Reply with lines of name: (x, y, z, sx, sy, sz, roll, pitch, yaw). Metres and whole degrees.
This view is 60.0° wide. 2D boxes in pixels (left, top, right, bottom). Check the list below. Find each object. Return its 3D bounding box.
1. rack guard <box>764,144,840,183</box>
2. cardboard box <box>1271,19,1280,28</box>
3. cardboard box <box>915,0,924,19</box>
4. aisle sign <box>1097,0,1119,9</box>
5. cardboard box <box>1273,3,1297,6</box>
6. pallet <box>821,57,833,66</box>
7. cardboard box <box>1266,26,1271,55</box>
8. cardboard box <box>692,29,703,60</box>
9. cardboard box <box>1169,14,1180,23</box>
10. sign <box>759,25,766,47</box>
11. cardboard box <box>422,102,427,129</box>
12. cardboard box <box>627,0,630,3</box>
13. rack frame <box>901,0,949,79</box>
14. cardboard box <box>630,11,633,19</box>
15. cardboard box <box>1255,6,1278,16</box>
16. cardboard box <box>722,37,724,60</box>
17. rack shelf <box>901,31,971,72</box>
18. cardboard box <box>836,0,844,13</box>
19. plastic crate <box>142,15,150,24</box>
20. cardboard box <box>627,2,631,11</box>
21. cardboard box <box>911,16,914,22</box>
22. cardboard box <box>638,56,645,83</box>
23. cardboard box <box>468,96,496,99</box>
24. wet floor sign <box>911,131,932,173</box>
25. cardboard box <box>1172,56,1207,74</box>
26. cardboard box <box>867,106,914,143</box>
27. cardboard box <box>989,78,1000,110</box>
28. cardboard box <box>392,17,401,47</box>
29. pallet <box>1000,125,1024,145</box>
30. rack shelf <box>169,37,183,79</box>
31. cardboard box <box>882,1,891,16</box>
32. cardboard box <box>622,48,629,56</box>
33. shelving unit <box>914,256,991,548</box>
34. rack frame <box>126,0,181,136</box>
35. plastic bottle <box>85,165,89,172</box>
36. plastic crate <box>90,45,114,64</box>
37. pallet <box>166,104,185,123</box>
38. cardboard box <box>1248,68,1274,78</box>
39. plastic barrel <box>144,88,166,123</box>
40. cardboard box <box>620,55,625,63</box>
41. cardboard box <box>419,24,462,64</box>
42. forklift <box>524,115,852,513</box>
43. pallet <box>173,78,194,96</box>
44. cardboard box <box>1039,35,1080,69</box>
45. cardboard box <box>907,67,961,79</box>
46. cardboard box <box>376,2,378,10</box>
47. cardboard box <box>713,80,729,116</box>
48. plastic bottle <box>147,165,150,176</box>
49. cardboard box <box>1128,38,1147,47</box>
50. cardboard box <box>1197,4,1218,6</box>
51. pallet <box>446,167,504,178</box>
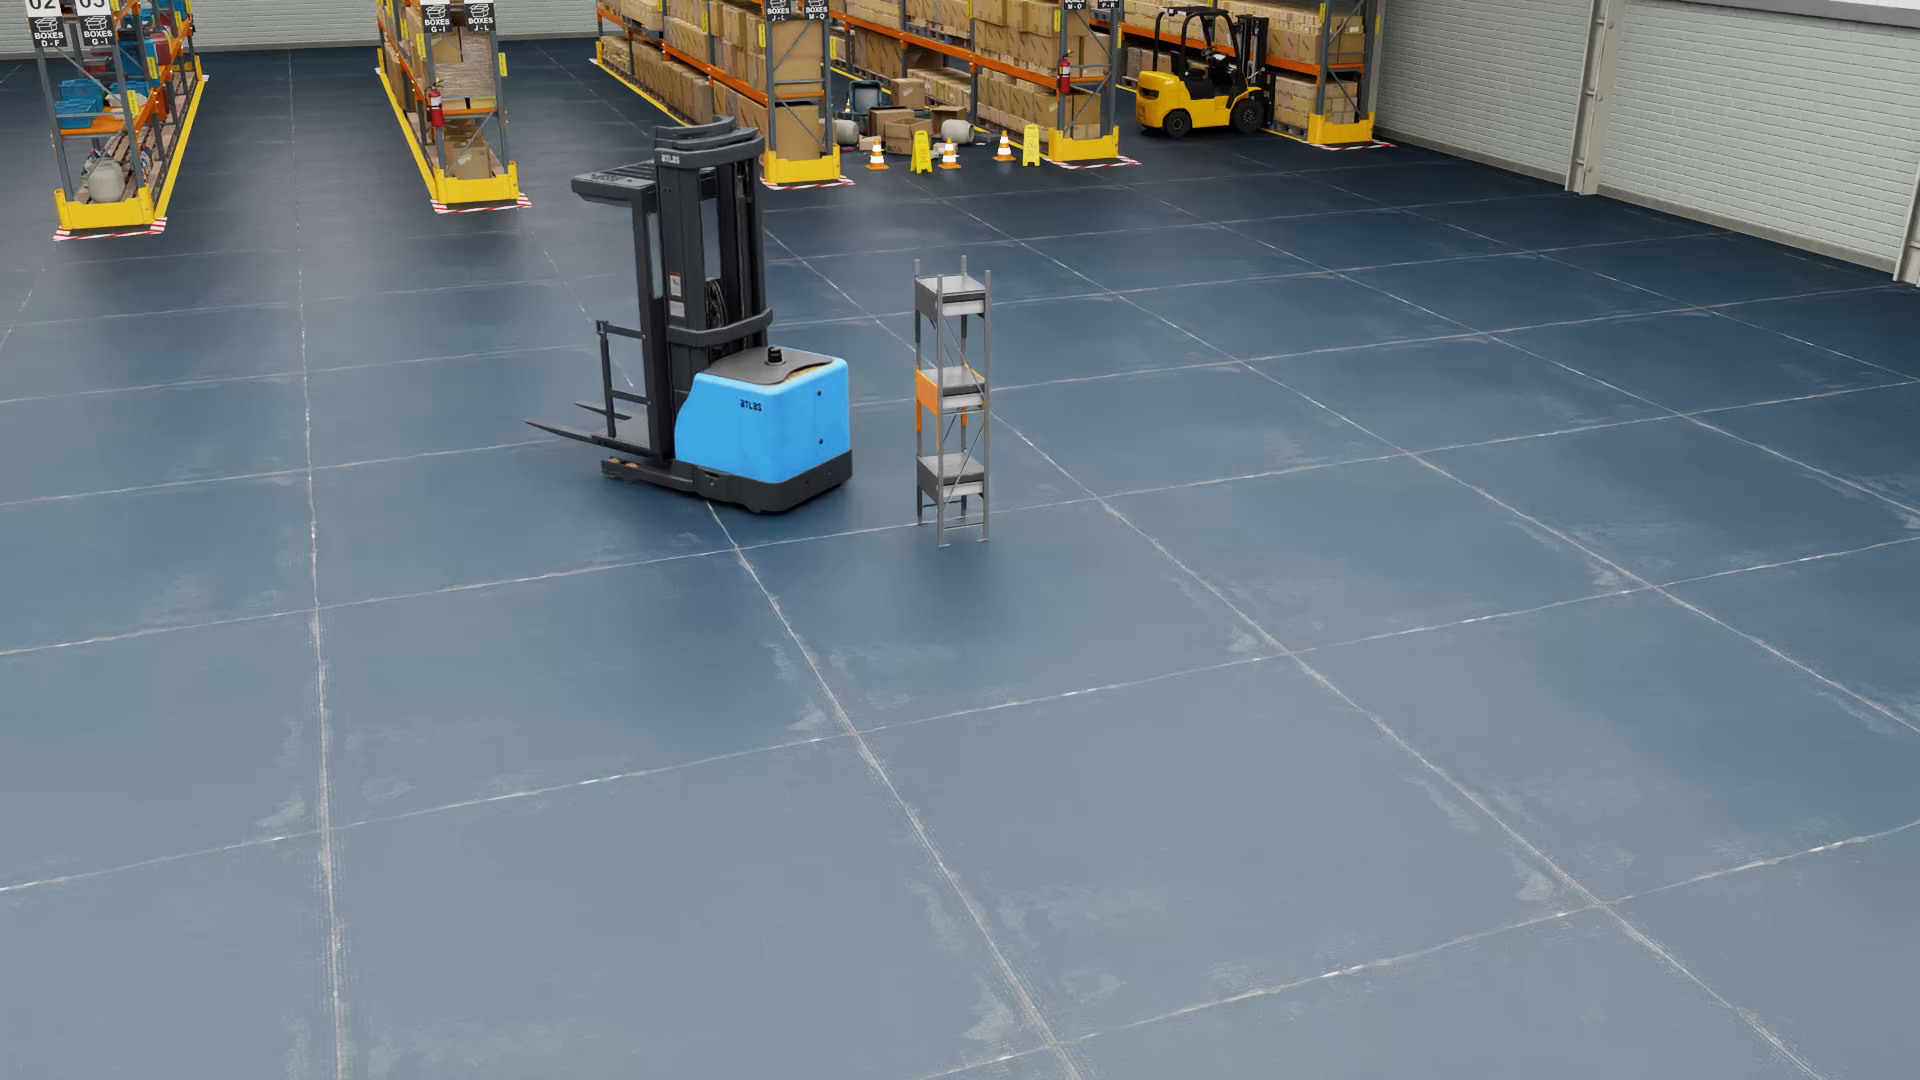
rack guard: (-2.482, -5.929, 26.174, 1.175, 0.500, 0.348, -8, 24, -19)
cardboard box: (5.886, -9.383, 30.187, 0.380, 0.149, 0.250, -8, 24, -19)
cardboard box: (-0.589, -10.706, 33.236, 0.500, 0.500, 0.500, -7, 24, -16)
aisle sign: (2.416, -9.024, 26.951, 0.394, 0.787, 0.004, -8, 24, -19)
cardboard box: (6.105, -9.979, 31.216, 0.380, 0.149, 0.250, -9, 24, -20)
pallet: (-2.765, -11.612, 40.029, 1.003, 0.211, 1.213, -8, 24, -19)
cardboard box: (5.783, -9.234, 30.668, 0.500, 0.500, 0.500, -8, 24, -19)
cardboard box: (-4.517, -8.926, 29.937, 0.500, 0.500, 0.500, -9, 24, -20)
cardboard box: (4.557, -10.619, 33.631, 0.500, 0.250, 0.500, -8, 24, -18)
sign: (-3.003, -7.663, 25.274, 0.100, 0.325, 0.005, -8, 24, -19)
cardboard box: (-9.126, -7.556, 29.466, 0.700, 0.500, 0.500, -11, 25, -24)
cardboard box: (-6.743, -11.311, 34.741, 0.380, 0.149, 0.250, -9, 24, -20)
rack frame: (-0.722, -10.713, 34.305, 1.000, 3.000, 0.127, -8, 24, -19)
cardboard box: (-6.655, -10.947, 34.642, 0.380, 0.149, 0.250, -9, 25, -21)
cardboard box: (5.698, -9.810, 30.816, 0.380, 0.149, 0.250, -8, 24, -19)
cardboard box: (-3.547, -8.283, 28.348, 0.875, 0.550, 0.550, -8, 24, -19)
rack shelf: (-0.015, -9.654, 32.720, 1.077, 0.370, 4.000, -8, 24, -19)
cardboard box: (-2.538, -12.346, 38.050, 0.500, 0.500, 0.500, -8, 24, -19)
plastic crate: (-17.102, -10.808, 34.670, 0.416, 0.233, 0.300, -8, 24, -19)
cardboard box: (-6.744, -11.177, 34.805, 0.380, 0.149, 0.250, -9, 25, -21)
cardboard box: (-0.781, -10.647, 33.931, 0.380, 0.149, 0.250, -10, 25, -22)
cardboard box: (-6.529, -9.995, 35.279, 0.500, 0.500, 0.500, -7, 24, -17)
cardboard box: (-7.115, -6.560, 24.776, 0.380, 0.149, 0.250, -8, 24, -19)
wet floor sign: (-0.628, -6.266, 26.786, 0.267, 0.644, 0.232, -13, 26, -28)
cardboard box: (4.872, -9.512, 33.973, 0.875, 0.625, 0.625, -9, 24, -20)
cardboard box: (-1.223, -7.348, 29.360, 0.797, 0.637, 0.503, -8, 24, -19)
cardboard box: (0.847, -8.087, 30.109, 0.500, 0.500, 0.500, -7, 24, -17)
cardboard box: (-10.570, -9.726, 31.836, 0.500, 0.500, 0.500, -9, 24, -19)
pallet: (1.396, -7.291, 29.777, 1.003, 0.211, 1.213, -8, 24, -19)
rack shelf: (-15.333, -9.069, 31.330, 1.077, 0.370, 4.000, -8, 24, -19)
cardboard box: (-1.315, -11.201, 35.012, 0.500, 0.250, 0.500, -9, 24, -20)
cardboard box: (-7.321, -10.874, 37.053, 0.380, 0.149, 0.250, -9, 24, -19)
shelving unit: (-0.058, -1.028, 12.485, 0.431, 2.100, 0.503, -8, 24, -19)
rack frame: (-14.627, -8.673, 29.466, 1.000, 3.000, 0.127, -8, 24, -19)
plastic bottle: (-12.923, -5.417, 24.680, 0.152, 0.276, 0.135, -8, 24, -19)
plastic crate: (-14.342, -8.074, 27.961, 0.402, 0.464, 0.583, -8, 24, -19)
pallet: (-15.371, -8.112, 31.724, 1.003, 0.211, 1.213, -8, 24, -19)
cardboard box: (5.569, -8.744, 31.345, 0.500, 0.250, 0.500, -7, 24, -17)
plastic barrel: (-14.815, -8.042, 30.222, 0.600, 0.830, 0.708, -8, 24, -19)
cardboard box: (-7.357, -10.729, 37.091, 0.380, 0.149, 0.250, -9, 25, -21)
cardboard box: (-7.592, -7.256, 24.304, 0.500, 0.500, 0.500, -8, 24, -19)
forklift: (-2.406, -1.983, 13.681, 3.031, 2.935, 1.130, 14, 27, 30)
pallet: (-16.770, -9.548, 35.131, 1.003, 0.211, 1.213, -8, 24, -19)
cardboard box: (1.655, -8.148, 27.709, 0.500, 0.500, 0.500, -9, 24, -20)
cardboard box: (-0.532, -9.489, 34.243, 0.950, 0.372, 0.625, -10, 25, -23)
cardboard box: (-12.712, -11.928, 36.999, 0.500, 0.250, 0.500, -9, 24, -20)
cardboard box: (-3.747, -7.520, 28.924, 0.875, 0.875, 0.875, -8, 24, -18)
plastic bottle: (-12.413, -5.653, 25.336, 0.097, 0.201, 0.097, 0, 23, 0)
cardboard box: (3.959, -11.068, 36.990, 0.380, 0.149, 0.250, -8, 24, -17)
cardboard box: (4.897, -10.472, 32.769, 0.380, 0.149, 0.250, -9, 24, -20)
pallet: (-7.448, -5.489, 25.501, 1.003, 0.211, 1.213, -8, 24, -19)
